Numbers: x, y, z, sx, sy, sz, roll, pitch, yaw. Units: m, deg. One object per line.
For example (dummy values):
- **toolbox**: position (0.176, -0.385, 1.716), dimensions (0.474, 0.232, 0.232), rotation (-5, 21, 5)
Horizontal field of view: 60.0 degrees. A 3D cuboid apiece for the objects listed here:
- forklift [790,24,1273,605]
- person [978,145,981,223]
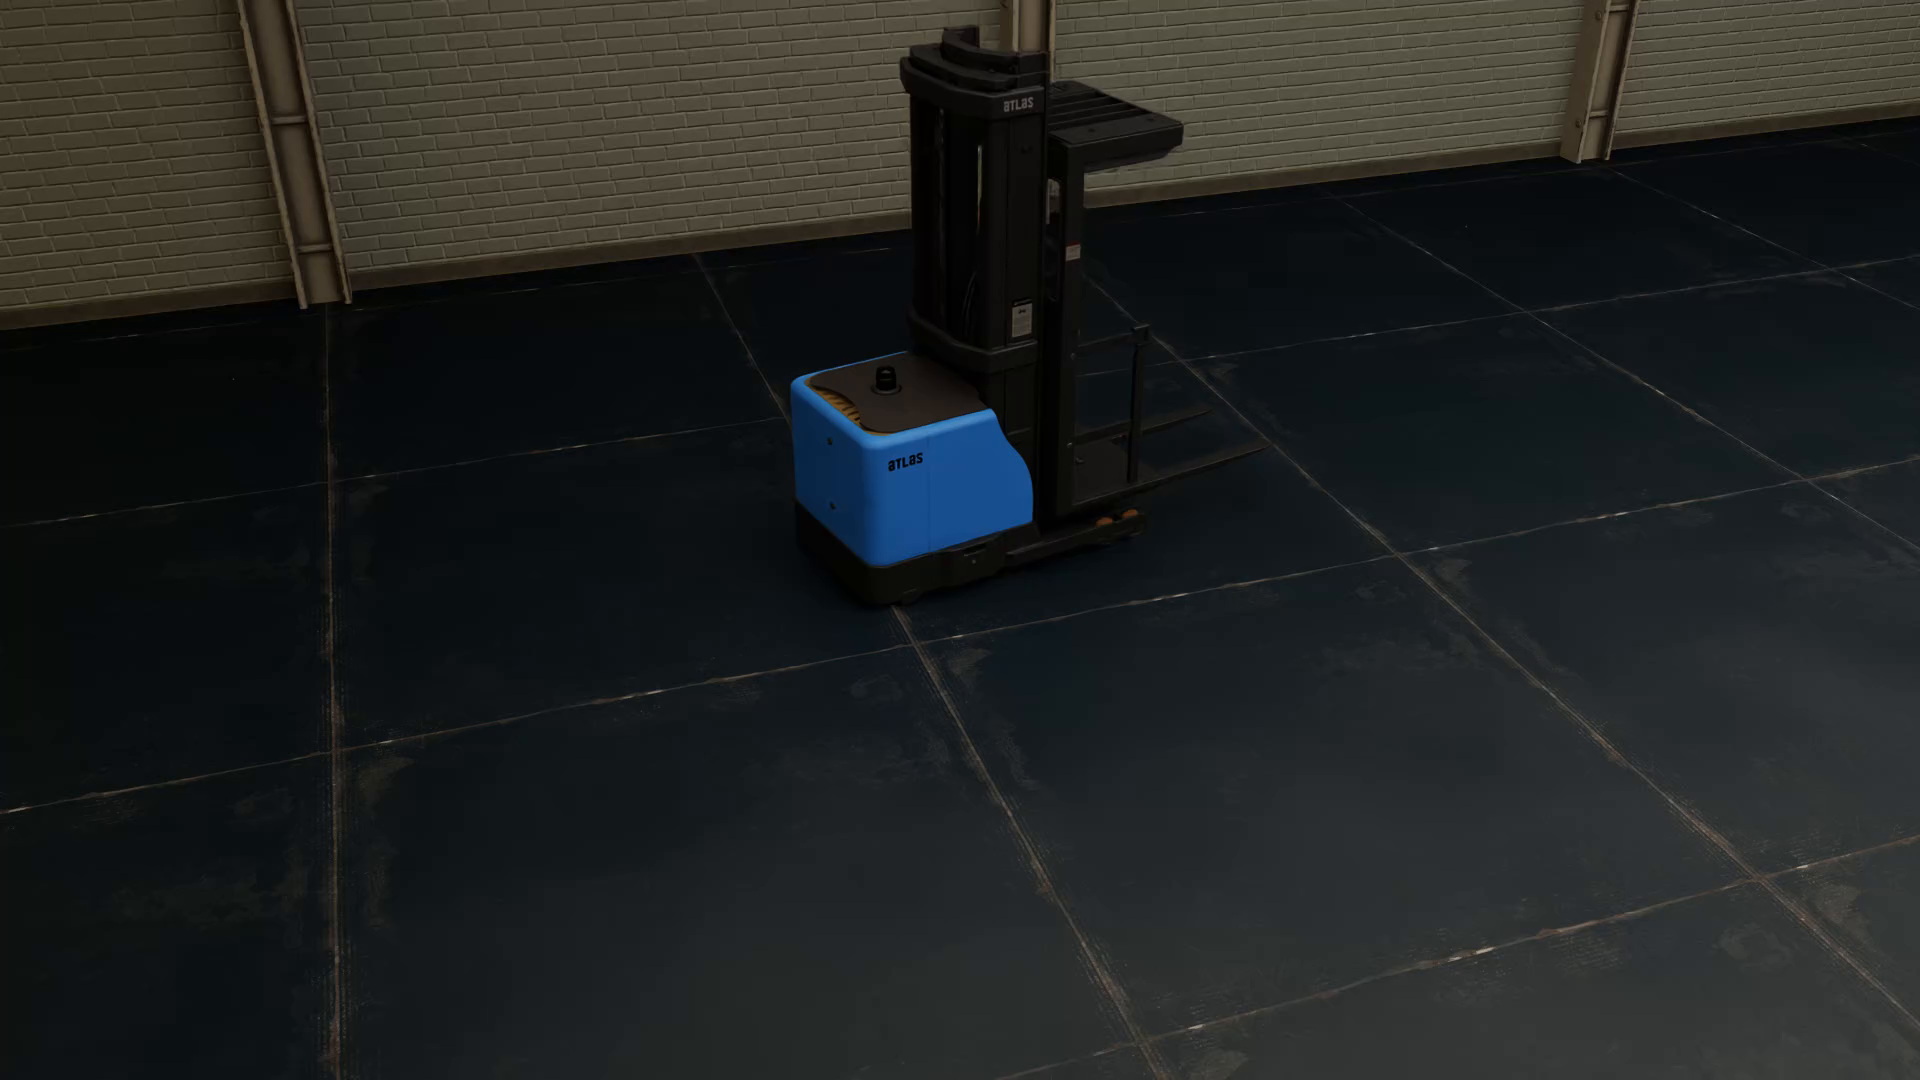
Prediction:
- **forklift**: position (0.540, -1.444, 9.597), dimensions (3.031, 2.935, 1.130), rotation (-17, 34, -27)
- **person**: position (0.084, -2.140, 12.144), dimensions (0.809, 1.621, 0.784), rotation (-9, 31, -16)
